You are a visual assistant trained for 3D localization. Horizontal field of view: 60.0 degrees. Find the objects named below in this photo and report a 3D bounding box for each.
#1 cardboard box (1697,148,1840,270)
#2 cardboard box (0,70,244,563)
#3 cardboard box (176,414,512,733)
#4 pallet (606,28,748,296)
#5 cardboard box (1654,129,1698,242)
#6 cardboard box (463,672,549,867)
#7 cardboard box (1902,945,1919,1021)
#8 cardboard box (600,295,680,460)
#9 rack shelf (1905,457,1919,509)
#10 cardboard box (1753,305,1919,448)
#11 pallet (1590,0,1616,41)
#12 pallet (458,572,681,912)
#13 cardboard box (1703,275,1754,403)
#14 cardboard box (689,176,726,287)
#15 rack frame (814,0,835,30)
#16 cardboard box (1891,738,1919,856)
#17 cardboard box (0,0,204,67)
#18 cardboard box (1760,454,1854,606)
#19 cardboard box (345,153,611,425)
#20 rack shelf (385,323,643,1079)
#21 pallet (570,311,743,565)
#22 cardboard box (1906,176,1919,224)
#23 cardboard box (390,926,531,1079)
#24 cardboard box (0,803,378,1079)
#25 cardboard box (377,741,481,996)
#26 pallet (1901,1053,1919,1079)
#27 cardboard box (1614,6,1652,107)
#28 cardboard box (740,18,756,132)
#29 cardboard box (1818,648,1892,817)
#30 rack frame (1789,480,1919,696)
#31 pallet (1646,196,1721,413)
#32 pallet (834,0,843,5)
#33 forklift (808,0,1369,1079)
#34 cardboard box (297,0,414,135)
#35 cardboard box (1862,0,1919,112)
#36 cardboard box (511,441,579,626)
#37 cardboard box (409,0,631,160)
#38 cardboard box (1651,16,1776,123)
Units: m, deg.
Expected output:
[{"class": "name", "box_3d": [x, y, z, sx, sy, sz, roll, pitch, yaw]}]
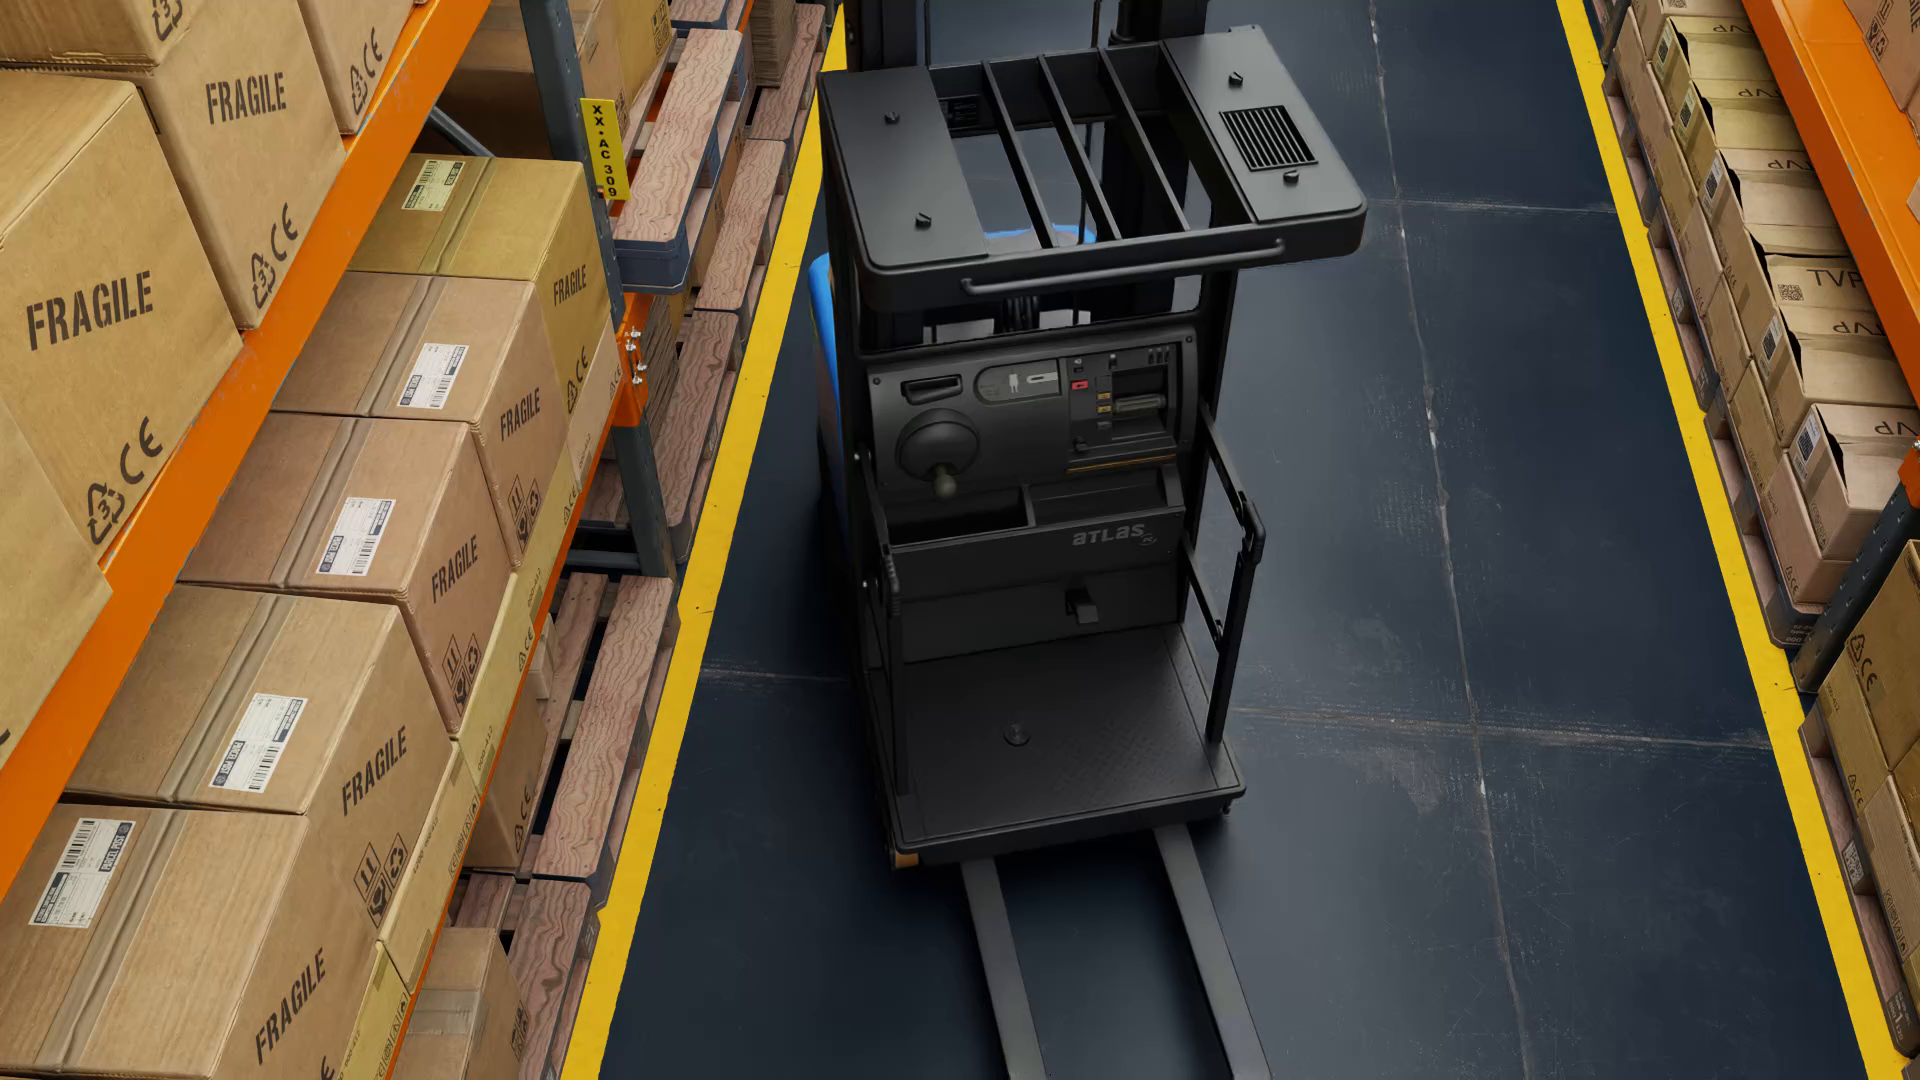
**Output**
[{"class": "cardboard box", "box_3d": [3.296, -1.329, 6.631, 0.500, 0.311, 0.500, 3, 48, 3]}, {"class": "cardboard box", "box_3d": [-1.457, -0.332, 2.407, 0.500, 0.500, 0.500, 7, 48, 6]}, {"class": "cardboard box", "box_3d": [-1.359, 0.075, 3.729, 0.500, 0.500, 0.500, 3, 48, 2]}, {"class": "pallet", "box_3d": [-1.313, -1.308, 5.543, 1.003, 0.211, 1.213, 4, 48, 4]}, {"class": "cardboard box", "box_3d": [3.344, -1.526, 7.192, 0.500, 0.250, 0.500, 3, 48, 2]}, {"class": "cardboard box", "box_3d": [-1.582, 0.640, 5.028, 0.500, 0.500, 0.500, 1, 48, 1]}, {"class": "cardboard box", "box_3d": [2.961, 1.350, 4.561, 0.500, 0.250, 0.500, 4, 48, 4]}, {"class": "cardboard box", "box_3d": [-1.477, -0.668, 6.224, 0.700, 0.500, 0.500, 5, 48, 5]}, {"class": "rack shelf", "box_3d": [3.224, 1.222, 3.587, 1.077, 0.370, 4.000, 4, 48, 4]}, {"class": "cardboard box", "box_3d": [3.199, -0.593, 5.958, 0.500, 0.311, 0.500, 5, 48, 5]}, {"class": "pallet", "box_3d": [3.877, -3.035, 8.883, 1.003, 0.211, 1.213, 4, 48, 4]}, {"class": "pallet", "box_3d": [-1.553, 0.616, 5.543, 1.003, 0.211, 1.213, 4, 48, 4]}, {"class": "cardboard box", "box_3d": [3.249, -0.776, 6.506, 0.500, 0.250, 0.500, 5, 48, 4]}, {"class": "cardboard box", "box_3d": [-1.393, -1.423, 6.915, 0.700, 0.500, 0.500, 4, 48, 4]}, {"class": "rack frame", "box_3d": [-1.163, -3.760, 7.656, 1.000, 3.000, 0.127, 4, 48, 4]}, {"class": "cardboard box", "box_3d": [3.015, 0.730, 4.620, 0.500, 0.500, 0.500, 4, 48, 4]}, {"class": "cardboard box", "box_3d": [-1.379, -1.037, 2.374, 0.500, 0.500, 0.500, 2, 48, 2]}, {"class": "cardboard box", "box_3d": [3.155, -0.028, 5.822, 0.500, 0.250, 0.500, 3, 48, 3]}, {"class": "cardboard box", "box_3d": [-1.262, -0.662, 4.402, 0.500, 0.500, 0.500, 4, 48, 3]}, {"class": "rack shelf", "box_3d": [-1.709, 0.892, 3.889, 1.077, 0.370, 4.000, 4, 48, 4]}, {"class": "pallet", "box_3d": [-1.458, -0.452, 6.520, 1.003, 0.211, 1.213, 4, 48, 4]}, {"class": "cardboard box", "box_3d": [3.304, -1.103, 5.318, 0.396, 0.266, 0.258, 3, 48, 3]}, {"class": "cardboard box", "box_3d": [-1.570, 1.357, 4.372, 0.700, 0.500, 0.500, 1, 48, 1]}, {"class": "cardboard box", "box_3d": [-1.440, 0.837, 3.032, 0.500, 0.500, 0.500, 2, 48, 2]}, {"class": "cardboard box", "box_3d": [-1.397, 0.697, 3.667, 0.500, 0.250, 0.500, 4, 48, 4]}, {"class": "pallet", "box_3d": [3.184, 1.931, 4.341, 1.003, 0.211, 1.213, 4, 48, 4]}, {"class": "cardboard box", "box_3d": [3.431, -2.278, 7.880, 0.500, 0.250, 0.500, 4, 48, 3]}, {"class": "cardboard box", "box_3d": [-1.339, -2.162, 7.590, 0.700, 0.500, 0.500, 4, 48, 3]}, {"class": "cardboard box", "box_3d": [3.062, 0.616, 5.232, 0.500, 0.250, 0.500, 4, 48, 4]}, {"class": "rack frame", "box_3d": [3.406, -0.490, 4.666, 1.000, 3.000, 0.127, 4, 48, 4]}, {"class": "pallet", "box_3d": [3.543, -0.992, 7.014, 1.003, 0.211, 1.213, 4, 48, 4]}, {"class": "pallet", "box_3d": [-1.016, -3.393, 9.211, 1.003, 0.211, 1.213, 4, 48, 4]}, {"class": "forklift", "box_3d": [0.255, -0.253, 4.495, 1.130, 2.935, 3.031, -8, 48, -8]}, {"class": "cardboard box", "box_3d": [-1.386, -1.115, 3.123, 0.500, 0.500, 0.500, 0, 48, 0]}, {"class": "cardboard box", "box_3d": [3.586, -1.843, 5.835, 0.500, 0.500, 0.500, 4, 48, 4]}, {"class": "cardboard box", "box_3d": [-1.322, -0.043, 4.345, 0.500, 0.250, 0.500, 4, 48, 4]}, {"class": "cardboard box", "box_3d": [-1.447, -1.375, 5.109, 0.700, 0.500, 0.500, 4, 48, 4]}, {"class": "cardboard box", "box_3d": [3.391, -2.081, 7.319, 0.500, 0.311, 0.500, 3, 48, 3]}]
